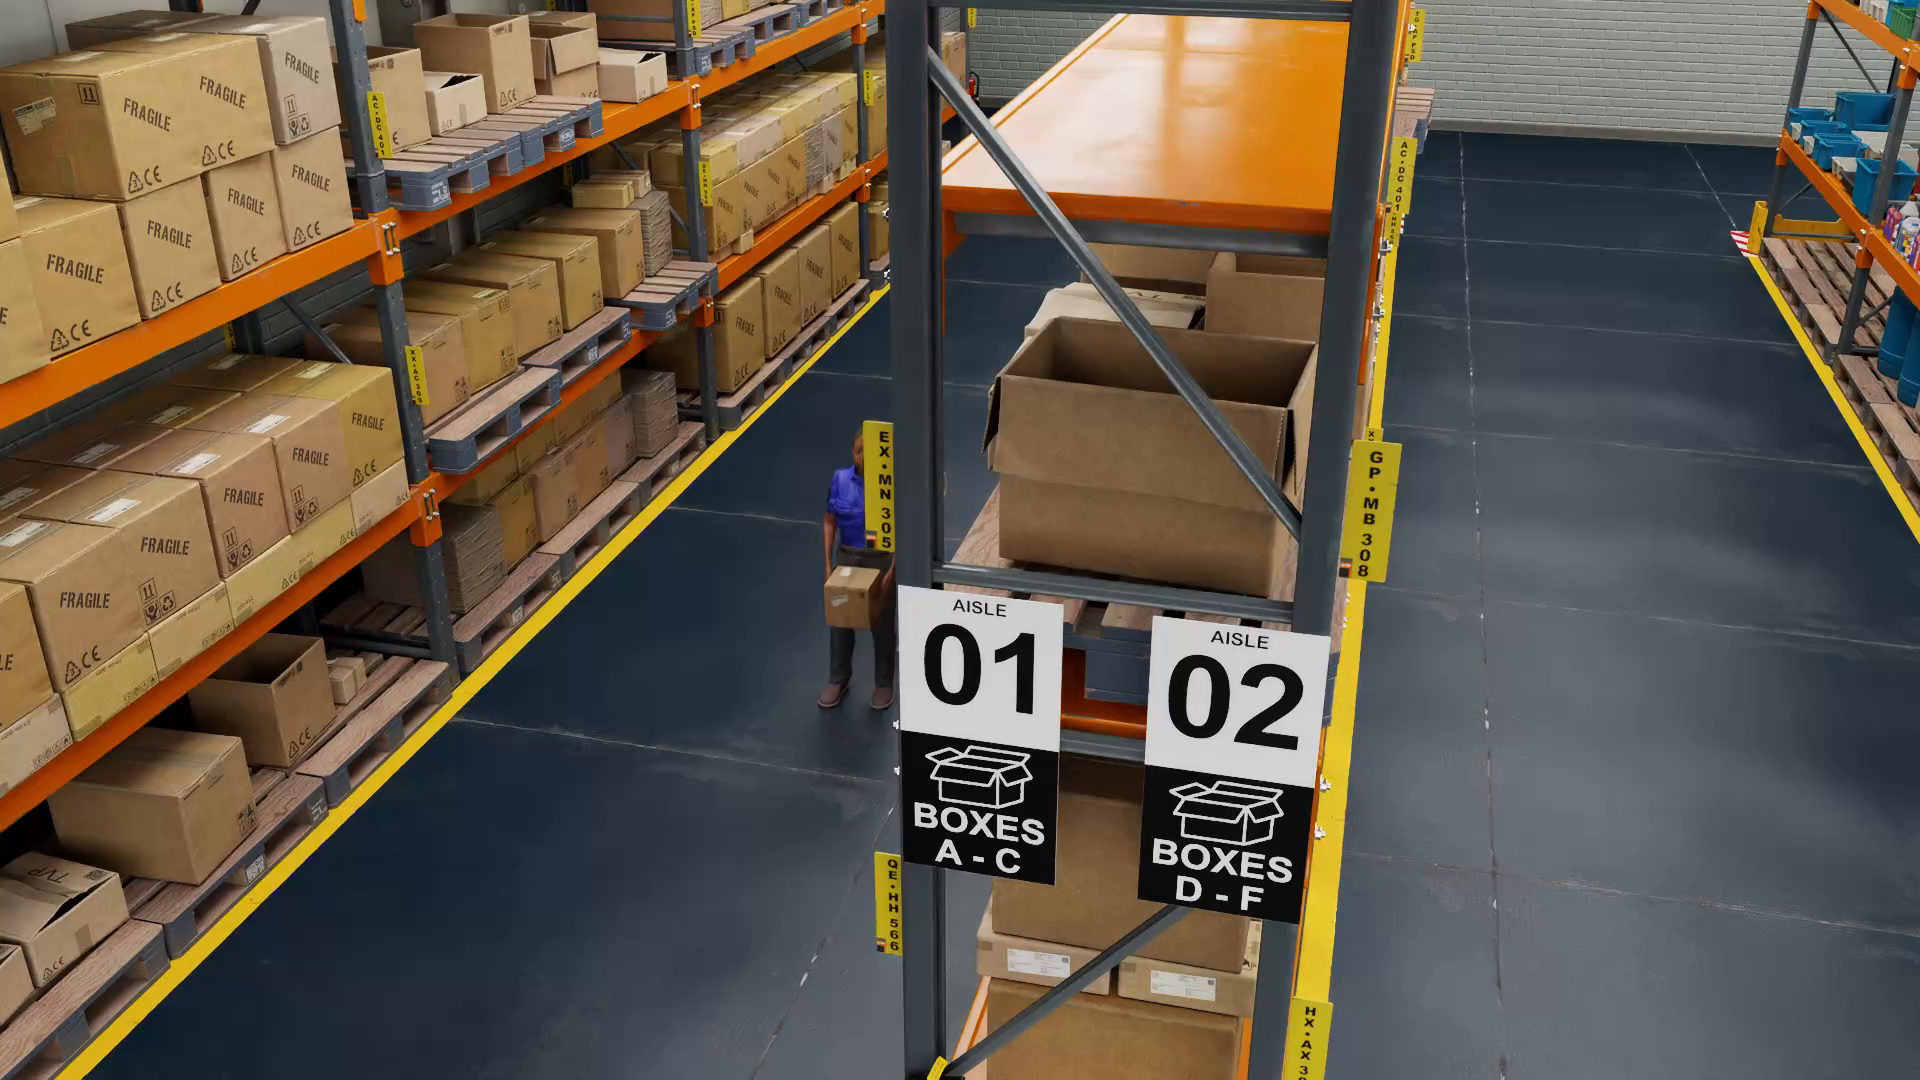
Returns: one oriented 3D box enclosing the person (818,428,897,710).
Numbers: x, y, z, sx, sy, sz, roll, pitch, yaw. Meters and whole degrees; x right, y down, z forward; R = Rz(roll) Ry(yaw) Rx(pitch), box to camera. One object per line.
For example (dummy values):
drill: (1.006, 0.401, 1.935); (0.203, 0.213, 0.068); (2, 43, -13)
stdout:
person: (-0.535, 0.173, 9.248); (0.530, 1.658, 0.389); (6, 26, 13)
